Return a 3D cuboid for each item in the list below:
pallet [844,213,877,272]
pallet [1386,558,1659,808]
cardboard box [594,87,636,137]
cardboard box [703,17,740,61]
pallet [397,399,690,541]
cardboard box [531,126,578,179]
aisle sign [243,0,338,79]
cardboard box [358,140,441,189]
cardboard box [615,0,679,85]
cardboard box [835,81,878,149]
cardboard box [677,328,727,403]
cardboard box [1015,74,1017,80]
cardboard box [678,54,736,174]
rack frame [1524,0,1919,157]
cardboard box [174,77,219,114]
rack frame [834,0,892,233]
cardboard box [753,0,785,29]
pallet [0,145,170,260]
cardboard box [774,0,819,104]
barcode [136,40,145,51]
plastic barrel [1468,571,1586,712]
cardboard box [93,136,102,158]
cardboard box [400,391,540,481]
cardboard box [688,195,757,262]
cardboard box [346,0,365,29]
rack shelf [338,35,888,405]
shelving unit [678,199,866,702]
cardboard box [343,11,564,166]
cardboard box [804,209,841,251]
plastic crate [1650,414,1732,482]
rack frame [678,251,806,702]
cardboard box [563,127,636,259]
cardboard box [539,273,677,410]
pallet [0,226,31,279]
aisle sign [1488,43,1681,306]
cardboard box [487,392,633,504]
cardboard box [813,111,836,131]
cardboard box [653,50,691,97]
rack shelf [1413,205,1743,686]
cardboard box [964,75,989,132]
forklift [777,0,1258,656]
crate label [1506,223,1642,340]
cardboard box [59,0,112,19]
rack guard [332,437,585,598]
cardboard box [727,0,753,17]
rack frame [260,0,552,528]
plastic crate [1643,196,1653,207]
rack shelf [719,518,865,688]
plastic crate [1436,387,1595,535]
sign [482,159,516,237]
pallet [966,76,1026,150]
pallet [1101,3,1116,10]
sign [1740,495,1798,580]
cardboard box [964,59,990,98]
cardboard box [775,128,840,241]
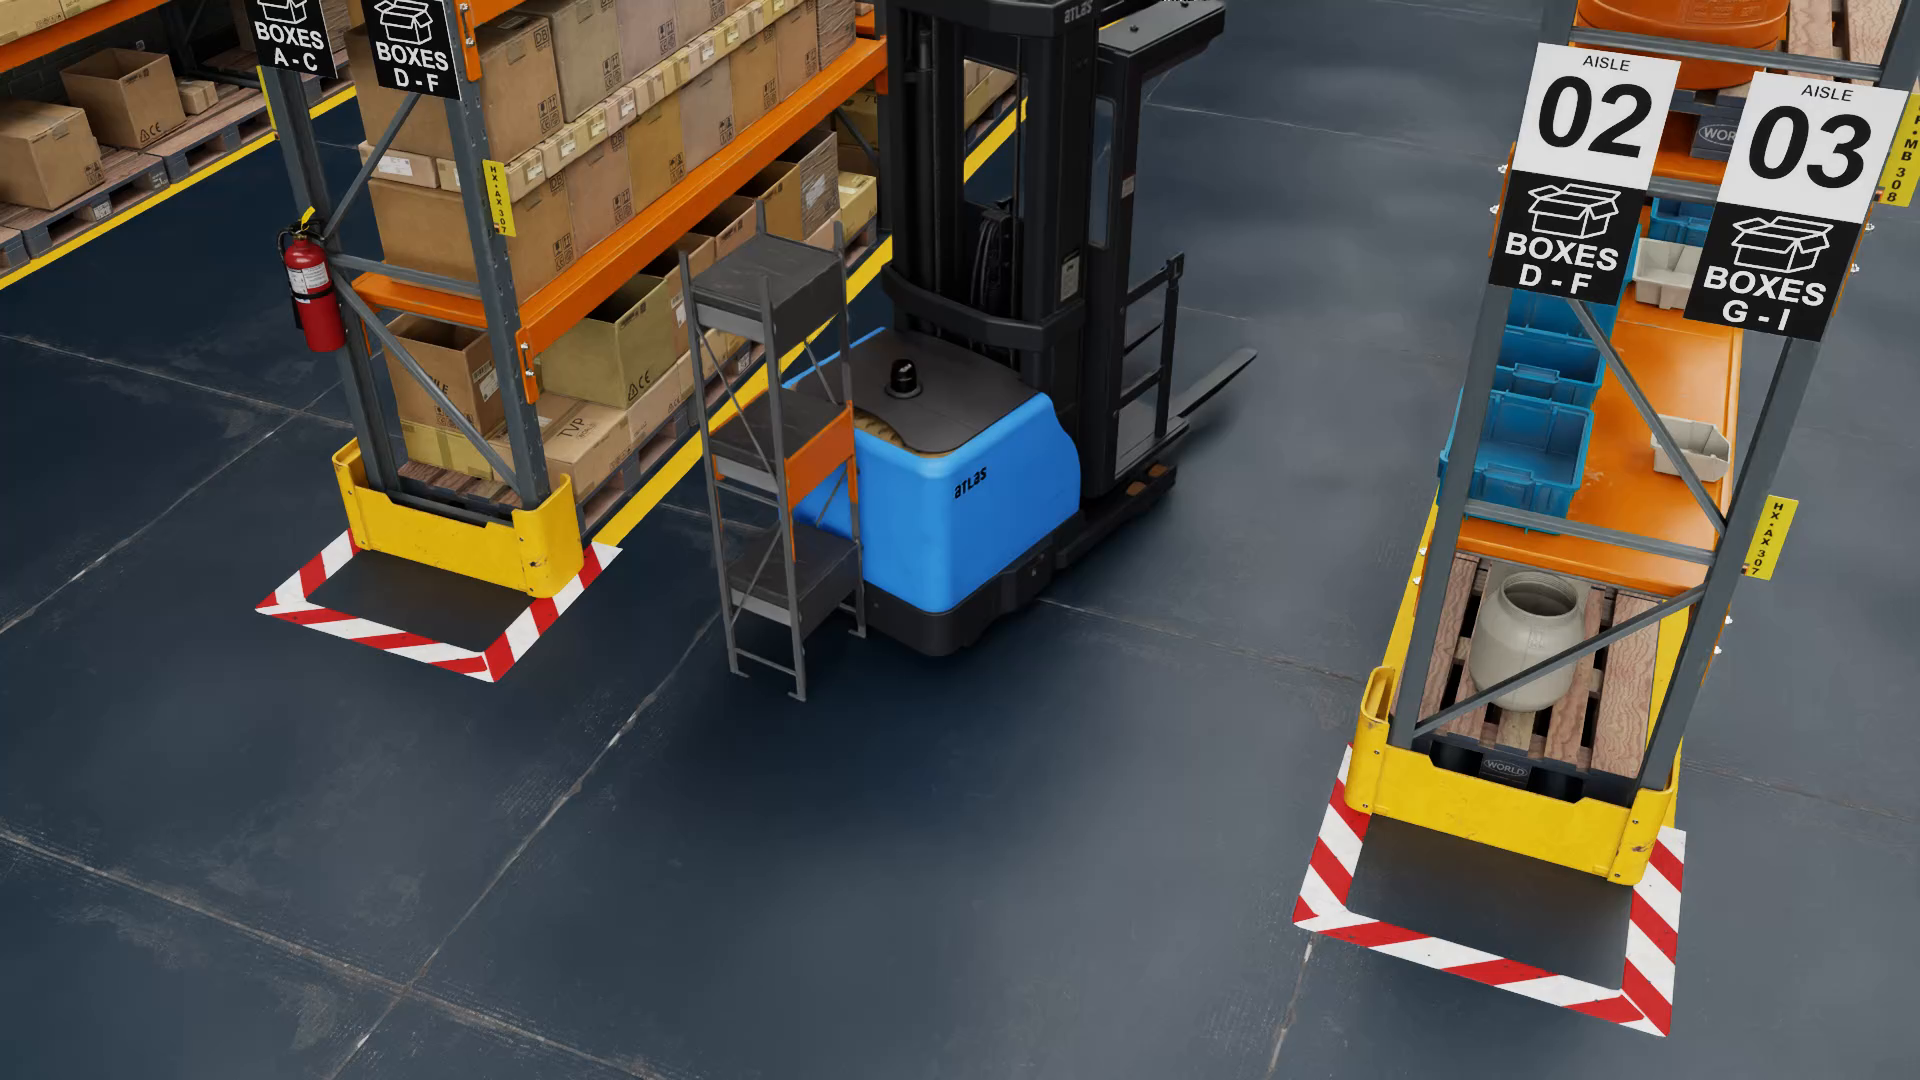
[{"bbox_3d":[-1.223,-1.821,10.510,1.003,0.211,1.213,14,39,18],"label":"pallet"},{"bbox_3d":[2.475,0.592,7.282,1.003,0.211,1.213,14,39,18],"label":"pallet"},{"bbox_3d":[-1.763,-2.046,7.857,0.380,0.149,0.250,13,39,17],"label":"cardboard box"},{"bbox_3d":[-1.370,-2.619,8.623,0.380,0.149,0.250,15,39,19],"label":"cardboard box"},{"bbox_3d":[-2.151,-0.470,8.703,1.003,0.211,1.213,14,39,18],"label":"pallet"},{"bbox_3d":[-1.957,-1.769,7.486,0.380,0.149,0.250,13,39,17],"label":"cardboard box"},{"bbox_3d":[-2.700,-2.226,6.551,0.394,0.787,0.004,14,39,18],"label":"aisle sign"},{"bbox_3d":[-2.435,-1.709,7.406,0.380,0.149,0.250,13,39,17],"label":"cardboard box"},{"bbox_3d":[-1.808,-2.570,8.016,0.700,0.500,0.500,14,39,18],"label":"cardboard box"},{"bbox_3d":[-0.494,-2.832,11.011,0.500,0.311,0.500,14,39,18],"label":"cardboard box"},{"bbox_3d":[-1.616,-1.022,9.057,0.500,0.250,0.500,14,39,18],"label":"cardboard box"},{"bbox_3d":[0.279,-3.740,12.693,0.500,0.250,0.500,15,39,19],"label":"cardboard box"},{"bbox_3d":[-1.628,-2.308,8.748,0.700,0.500,0.500,15,39,19],"label":"cardboard box"},{"bbox_3d":[2.176,-2.427,3.980,1.000,3.000,0.127,14,39,18],"label":"rack frame"},{"bbox_3d":[-5.640,-3.234,12.070,0.380,0.166,0.250,9,38,12],"label":"cardboard box"},{"bbox_3d":[-0.882,-3.369,10.252,1.000,3.000,0.127,14,39,18],"label":"rack frame"},{"bbox_3d":[-1.176,-2.906,9.008,0.380,0.149,0.250,14,39,18],"label":"cardboard box"},{"bbox_3d":[-6.150,-2.321,11.178,1.003,0.211,1.213,14,39,18],"label":"pallet"},{"bbox_3d":[-1.239,-2.868,9.498,0.700,0.500,0.500,13,39,17],"label":"cardboard box"},{"bbox_3d":[-5.892,-3.554,11.953,0.001,0.075,0.075,14,39,18],"label":"barcode"},{"bbox_3d":[2.355,0.423,6.906,0.421,0.512,0.421,0,37,0],"label":"plastic barrel"},{"bbox_3d":[-6.091,-2.649,11.302,0.380,0.149,0.250,11,38,14],"label":"cardboard box"},{"bbox_3d":[-2.473,-0.585,8.473,0.500,0.250,0.500,14,39,18],"label":"cardboard box"},{"bbox_3d":[-1.421,-1.598,9.201,0.500,0.500,0.500,14,39,18],"label":"cardboard box"},{"bbox_3d":[-5.049,-4.379,13.324,0.700,0.500,0.500,13,39,17],"label":"cardboard box"},{"bbox_3d":[-1.643,-1.973,8.986,1.077,0.370,4.000,14,39,18],"label":"rack shelf"},{"bbox_3d":[-0.739,-0.312,6.905,0.431,2.100,0.503,19,42,24],"label":"shelving unit"},{"bbox_3d":[-2.194,-1.999,7.251,0.700,0.500,0.500,14,39,18],"label":"cardboard box"},{"bbox_3d":[-1.055,-1.855,10.172,0.500,0.250,0.500,14,39,18],"label":"cardboard box"},{"bbox_3d":[2.814,-0.340,6.420,0.298,0.136,0.250,14,39,18],"label":"plastic crate"},{"bbox_3d":[-0.862,-0.182,6.739,0.400,2.100,0.015,19,42,24],"label":"rack frame"},{"bbox_3d":[-2.019,-1.742,7.991,0.700,0.500,0.500,15,39,19],"label":"cardboard box"},{"bbox_3d":[-1.805,-1.045,8.462,0.500,0.500,0.500,14,39,18],"label":"cardboard box"},{"bbox_3d":[-6.615,-1.647,10.278,1.003,0.211,1.213,14,39,18],"label":"pallet"},{"bbox_3d":[1.874,-1.093,5.035,0.394,0.787,0.004,14,39,18],"label":"aisle sign"},{"bbox_3d":[-1.994,-0.467,8.316,0.500,0.250,0.500,14,39,18],"label":"cardboard box"},{"bbox_3d":[-0.993,-2.950,11.169,0.500,0.311,0.500,14,39,18],"label":"cardboard box"},{"bbox_3d":[-1.567,-2.336,8.244,0.380,0.149,0.250,13,39,17],"label":"cardboard box"},{"bbox_3d":[2.937,-0.843,7.473,1.077,0.370,4.000,14,39,18],"label":"rack shelf"},{"bbox_3d":[-0.109,-3.173,11.935,0.500,0.250,0.500,13,39,16],"label":"cardboard box"},{"bbox_3d":[0.455,-1.472,7.771,1.130,2.935,3.031,26,44,30],"label":"forklift"},{"bbox_3d":[2.626,-1.119,7.212,0.502,0.435,0.616,14,39,18],"label":"crate label"},{"bbox_3d":[-5.738,-3.556,10.610,0.500,0.250,0.500,14,39,17],"label":"cardboard box"},{"bbox_3d":[-2.413,-0.140,8.019,1.175,0.500,0.348,14,39,18],"label":"rack guard"},{"bbox_3d":[-1.427,-3.124,8.757,0.700,0.500,0.500,14,39,18],"label":"cardboard box"},{"bbox_3d":[-2.404,-1.154,7.289,1.000,3.000,0.127,14,39,18],"label":"rack frame"},{"bbox_3d":[3.381,-1.953,8.409,0.767,0.338,0.504,14,39,18],"label":"plastic crate"},{"bbox_3d":[-0.733,0.252,7.342,0.431,0.518,0.480,19,42,24],"label":"rack shelf"},{"bbox_3d":[2.089,-0.309,6.283,0.499,0.251,0.616,14,39,18],"label":"plastic crate"},{"bbox_3d":[-1.893,-1.403,6.832,0.100,0.325,0.005,14,39,18],"label":"sign"},{"bbox_3d":[-0.175,-3.347,12.551,1.003,0.211,1.213,14,39,18],"label":"pallet"},{"bbox_3d":[0.959,-4.871,14.591,1.003,0.211,1.213,14,39,18],"label":"pallet"},{"bbox_3d":[2.683,-0.007,5.523,0.100,0.325,0.005,14,39,18],"label":"sign"},{"bbox_3d":[-0.103,-3.395,11.764,0.500,0.311,0.500,13,39,16],"label":"cardboard box"},{"bbox_3d":[-1.057,-2.155,9.948,0.500,0.500,0.500,14,39,18],"label":"cardboard box"}]
